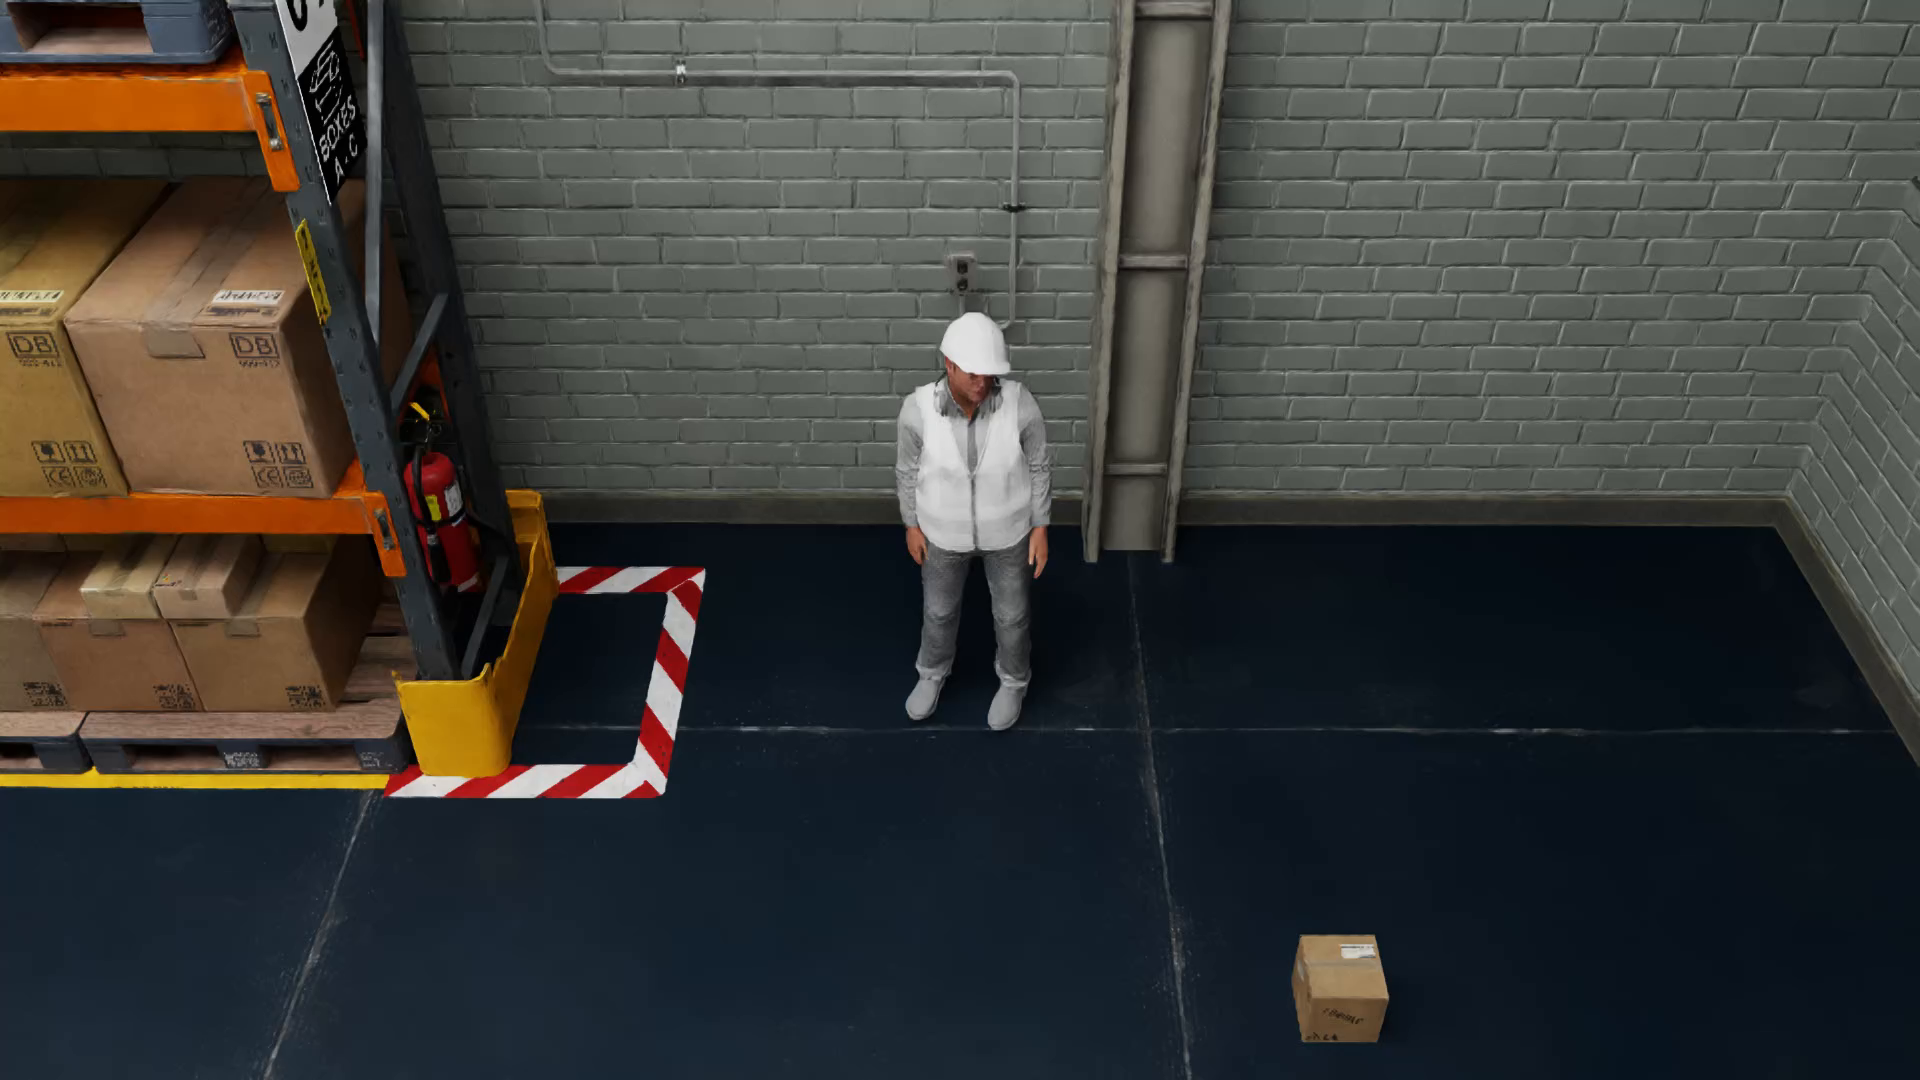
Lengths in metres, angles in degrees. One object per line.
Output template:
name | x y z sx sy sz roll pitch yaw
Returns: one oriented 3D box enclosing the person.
person | 0.049 -0.045 6.153 0.567 1.779 0.395 0 39 0
